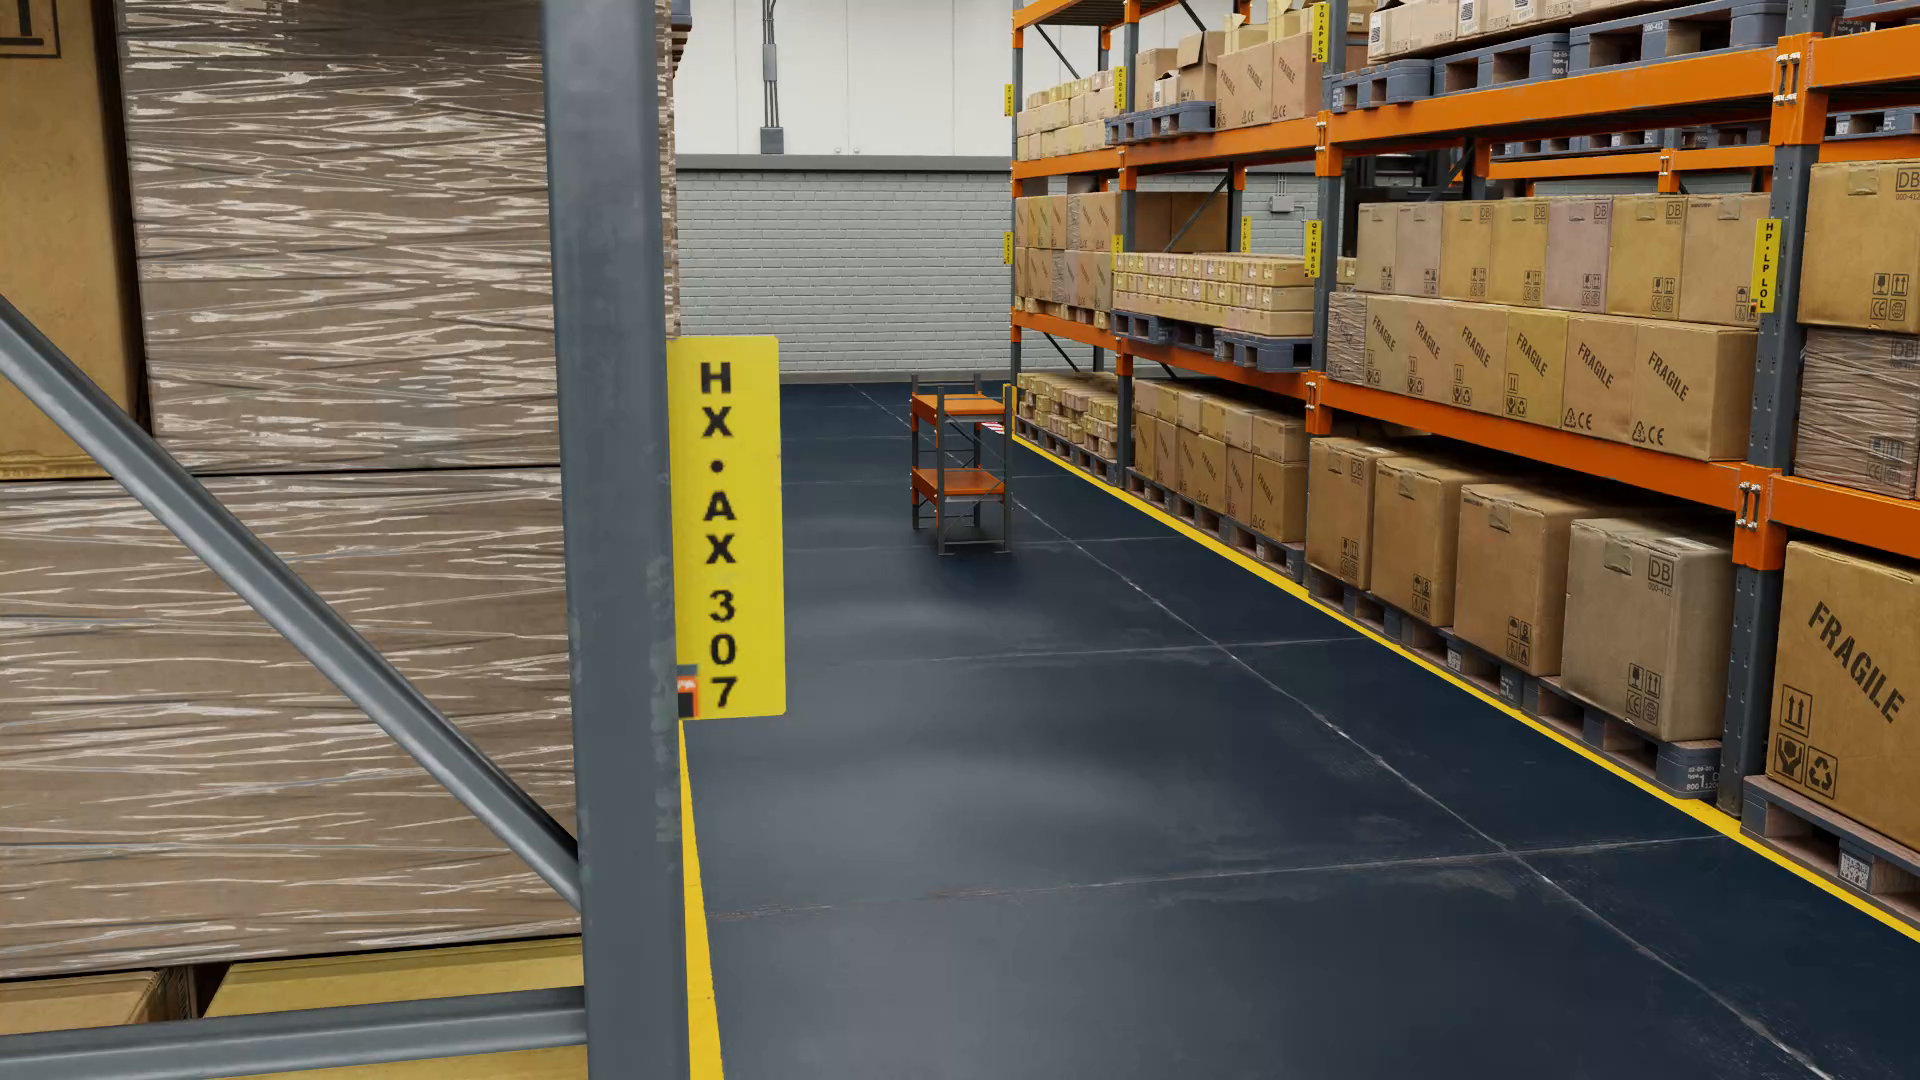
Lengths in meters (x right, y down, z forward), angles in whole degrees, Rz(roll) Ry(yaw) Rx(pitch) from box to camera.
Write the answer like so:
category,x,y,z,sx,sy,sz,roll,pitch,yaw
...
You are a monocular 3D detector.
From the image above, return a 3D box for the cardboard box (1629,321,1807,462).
category,x,y,z,sx,sy,sz,roll,pitch,yaw
cardboard box,3.011,-0.593,6.523,0.500,0.500,0.500,-2,11,-11

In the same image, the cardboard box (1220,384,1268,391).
category,x,y,z,sx,sy,sz,roll,pitch,yaw
cardboard box,2.299,-1.050,12.747,0.500,0.250,0.500,-2,11,-8

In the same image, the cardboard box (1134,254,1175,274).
category,x,y,z,sx,sy,sz,roll,pitch,yaw
cardboard box,1.552,-2.113,12.736,0.380,0.149,0.250,-2,11,-11

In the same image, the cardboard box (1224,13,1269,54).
category,x,y,z,sx,sy,sz,roll,pitch,yaw
cardboard box,1.993,-3.390,11.149,0.396,0.266,0.258,-2,11,-11

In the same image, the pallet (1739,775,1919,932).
category,x,y,z,sx,sy,sz,roll,pitch,yaw
pallet,3.446,1.054,5.594,1.003,0.211,1.213,-2,11,-11

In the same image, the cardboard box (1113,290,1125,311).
category,x,y,z,sx,sy,sz,roll,pitch,yaw
cardboard box,1.444,-1.919,13.306,0.380,0.149,0.250,-3,11,-14

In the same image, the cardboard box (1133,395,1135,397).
category,x,y,z,sx,sy,sz,roll,pitch,yaw
cardboard box,1.789,-1.238,15.091,0.380,0.149,0.250,-2,11,-12

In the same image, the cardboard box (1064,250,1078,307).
category,x,y,z,sx,sy,sz,roll,pitch,yaw
cardboard box,1.252,-2.386,15.145,0.500,0.500,0.500,-2,11,-11

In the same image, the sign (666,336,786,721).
category,x,y,z,sx,sy,sz,roll,pitch,yaw
sign,-0.200,-0.008,1.399,0.100,0.325,0.005,-2,11,-11

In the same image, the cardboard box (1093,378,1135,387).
category,x,y,z,sx,sy,sz,roll,pitch,yaw
cardboard box,1.548,-1.528,16.614,0.380,0.149,0.250,-3,11,-13

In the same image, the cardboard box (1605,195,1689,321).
category,x,y,z,sx,sy,sz,roll,pitch,yaw
cardboard box,3.171,-1.183,6.951,0.700,0.500,0.500,-2,11,-12

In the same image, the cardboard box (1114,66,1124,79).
category,x,y,z,sx,sy,sz,roll,pitch,yaw
cardboard box,1.490,-3.814,13.688,0.380,0.149,0.250,-3,11,-14

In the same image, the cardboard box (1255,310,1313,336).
category,x,y,z,sx,sy,sz,roll,pitch,yaw
cardboard box,2.050,-1.348,10.307,0.380,0.149,0.250,-2,11,-10

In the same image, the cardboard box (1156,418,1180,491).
category,x,y,z,sx,sy,sz,roll,pitch,yaw
cardboard box,1.807,-0.662,12.712,0.500,0.500,0.500,-2,11,-8

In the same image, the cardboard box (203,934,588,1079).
category,x,y,z,sx,sy,sz,roll,pitch,yaw
cardboard box,-0.554,0.500,1.720,0.380,0.149,0.250,-2,11,-11

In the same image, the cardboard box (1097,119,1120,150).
category,x,y,z,sx,sy,sz,roll,pitch,yaw
cardboard box,1.459,-3.405,13.945,0.500,0.250,0.500,-2,11,-10

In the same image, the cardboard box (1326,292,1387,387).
category,x,y,z,sx,sy,sz,roll,pitch,yaw
cardboard box,2.419,-1.149,9.442,0.500,0.500,0.500,-2,11,-10

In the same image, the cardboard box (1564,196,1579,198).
category,x,y,z,sx,sy,sz,roll,pitch,yaw
cardboard box,6.096,-3.264,16.149,0.380,0.149,0.250,-2,11,-12

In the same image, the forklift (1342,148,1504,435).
category,x,y,z,sx,sy,sz,roll,pitch,yaw
forklift,4.023,-2.057,14.665,1.130,2.935,3.031,-2,11,-10

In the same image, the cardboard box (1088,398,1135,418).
category,x,y,z,sx,sy,sz,roll,pitch,yaw
cardboard box,1.350,-1.170,14.732,0.380,0.149,0.250,-2,11,-12

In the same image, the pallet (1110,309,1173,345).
category,x,y,z,sx,sy,sz,roll,pitch,yaw
pallet,1.825,-1.686,13.043,1.003,0.211,1.213,-2,11,-11

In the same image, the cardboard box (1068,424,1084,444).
category,x,y,z,sx,sy,sz,roll,pitch,yaw
cardboard box,1.207,-0.980,15.327,0.380,0.149,0.250,-2,11,-11

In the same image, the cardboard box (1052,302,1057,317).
category,x,y,z,sx,sy,sz,roll,pitch,yaw
cardboard box,1.106,-2.228,16.053,0.380,0.149,0.250,-2,11,-12

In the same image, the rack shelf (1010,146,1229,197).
category,x,y,z,sx,sy,sz,roll,pitch,yaw
rack shelf,1.430,-3.412,15.504,1.077,0.370,4.000,-2,11,-11

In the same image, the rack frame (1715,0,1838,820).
category,x,y,z,sx,sy,sz,roll,pitch,yaw
rack frame,3.375,-0.458,6.081,1.000,3.000,0.127,-2,11,-11

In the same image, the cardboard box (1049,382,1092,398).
category,x,y,z,sx,sy,sz,roll,pitch,yaw
cardboard box,1.079,-1.458,16.244,0.380,0.149,0.250,-2,11,-9

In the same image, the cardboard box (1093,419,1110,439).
category,x,y,z,sx,sy,sz,roll,pitch,yaw
cardboard box,1.381,-0.973,14.490,0.380,0.149,0.250,-3,11,-14

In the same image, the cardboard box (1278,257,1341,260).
category,x,y,z,sx,sy,sz,roll,pitch,yaw
cardboard box,2.440,-1.900,11.612,0.380,0.149,0.250,-2,11,-9

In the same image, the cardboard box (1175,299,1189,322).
category,x,y,z,sx,sy,sz,roll,pitch,yaw
cardboard box,1.749,-1.634,11.806,0.380,0.149,0.250,-3,11,-14

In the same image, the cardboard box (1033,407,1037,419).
category,x,y,z,sx,sy,sz,roll,pitch,yaw
cardboard box,0.960,-1.312,17.069,0.380,0.149,0.250,-2,11,-11

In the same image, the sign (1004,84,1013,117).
category,x,y,z,sx,sy,sz,roll,pitch,yaw
sign,0.509,-4.542,17.178,0.100,0.325,0.005,-2,11,-11

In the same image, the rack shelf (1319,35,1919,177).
category,x,y,z,sx,sy,sz,roll,pitch,yaw
rack shelf,2.986,-1.945,7.795,1.077,0.370,4.000,-2,11,-11

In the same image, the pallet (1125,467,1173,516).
category,x,y,z,sx,sy,sz,roll,pitch,yaw
pallet,1.972,-0.413,13.300,1.003,0.211,1.213,-2,11,-11

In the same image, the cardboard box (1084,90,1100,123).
category,x,y,z,sx,sy,sz,roll,pitch,yaw
cardboard box,1.390,-3.742,14.376,0.500,0.250,0.500,-3,11,-13

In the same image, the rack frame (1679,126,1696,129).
category,x,y,z,sx,sy,sz,roll,pitch,yaw
rack frame,6.655,-5.071,14.272,1.000,3.000,0.127,-2,11,-11

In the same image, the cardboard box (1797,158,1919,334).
category,x,y,z,sx,sy,sz,roll,pitch,yaw
cardboard box,3.413,-0.993,5.604,0.875,0.550,0.550,-2,11,-11

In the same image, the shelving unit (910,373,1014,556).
category,x,y,z,sx,sy,sz,roll,pitch,yaw
shelving unit,-0.001,-0.554,11.598,0.538,1.125,1.048,-2,11,-11

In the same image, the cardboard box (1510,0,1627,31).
category,x,y,z,sx,sy,sz,roll,pitch,yaw
cardboard box,2.818,-2.457,7.407,0.500,0.311,0.500,-3,11,-13

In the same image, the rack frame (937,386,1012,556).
category,x,y,z,sx,sy,sz,roll,pitch,yaw
rack frame,0.098,-0.461,11.108,0.500,1.125,0.032,-2,11,-11

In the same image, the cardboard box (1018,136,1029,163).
category,x,y,z,sx,sy,sz,roll,pitch,yaw
cardboard box,0.877,-3.967,16.896,0.500,0.250,0.500,-2,11,-9

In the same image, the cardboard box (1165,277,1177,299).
category,x,y,z,sx,sy,sz,roll,pitch,yaw
cardboard box,1.704,-1.825,12.015,0.380,0.149,0.250,-2,11,-12

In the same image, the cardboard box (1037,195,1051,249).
category,x,y,z,sx,sy,sz,roll,pitch,yaw
cardboard box,1.052,-3.065,16.040,0.500,0.500,0.500,-2,11,-12

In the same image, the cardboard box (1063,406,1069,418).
category,x,y,z,sx,sy,sz,roll,pitch,yaw
cardboard box,1.205,-1.267,16.037,0.380,0.149,0.250,-2,11,-8

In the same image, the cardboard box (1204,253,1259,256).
category,x,y,z,sx,sy,sz,roll,pitch,yaw
cardboard box,2.142,-2.185,13.110,0.380,0.149,0.250,-2,11,-13

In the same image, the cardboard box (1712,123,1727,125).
category,x,y,z,sx,sy,sz,roll,pitch,yaw
cardboard box,6.409,-3.633,13.977,0.396,0.266,0.258,-2,11,-12

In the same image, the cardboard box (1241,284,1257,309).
category,x,y,z,sx,sy,sz,roll,pitch,yaw
cardboard box,2.001,-1.544,10.538,0.380,0.149,0.250,-2,11,-9

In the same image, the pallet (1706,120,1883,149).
category,x,y,z,sx,sy,sz,roll,pitch,yaw
pallet,6.881,-3.337,13.696,0.805,0.209,1.217,-3,11,-13

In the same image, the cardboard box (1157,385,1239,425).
category,x,y,z,sx,sy,sz,roll,pitch,yaw
cardboard box,1.809,-1.029,12.639,0.500,0.250,0.500,-2,11,-9

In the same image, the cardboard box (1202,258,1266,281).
category,x,y,z,sx,sy,sz,roll,pitch,yaw
cardboard box,1.858,-1.828,11.233,0.380,0.149,0.250,-2,11,-11
